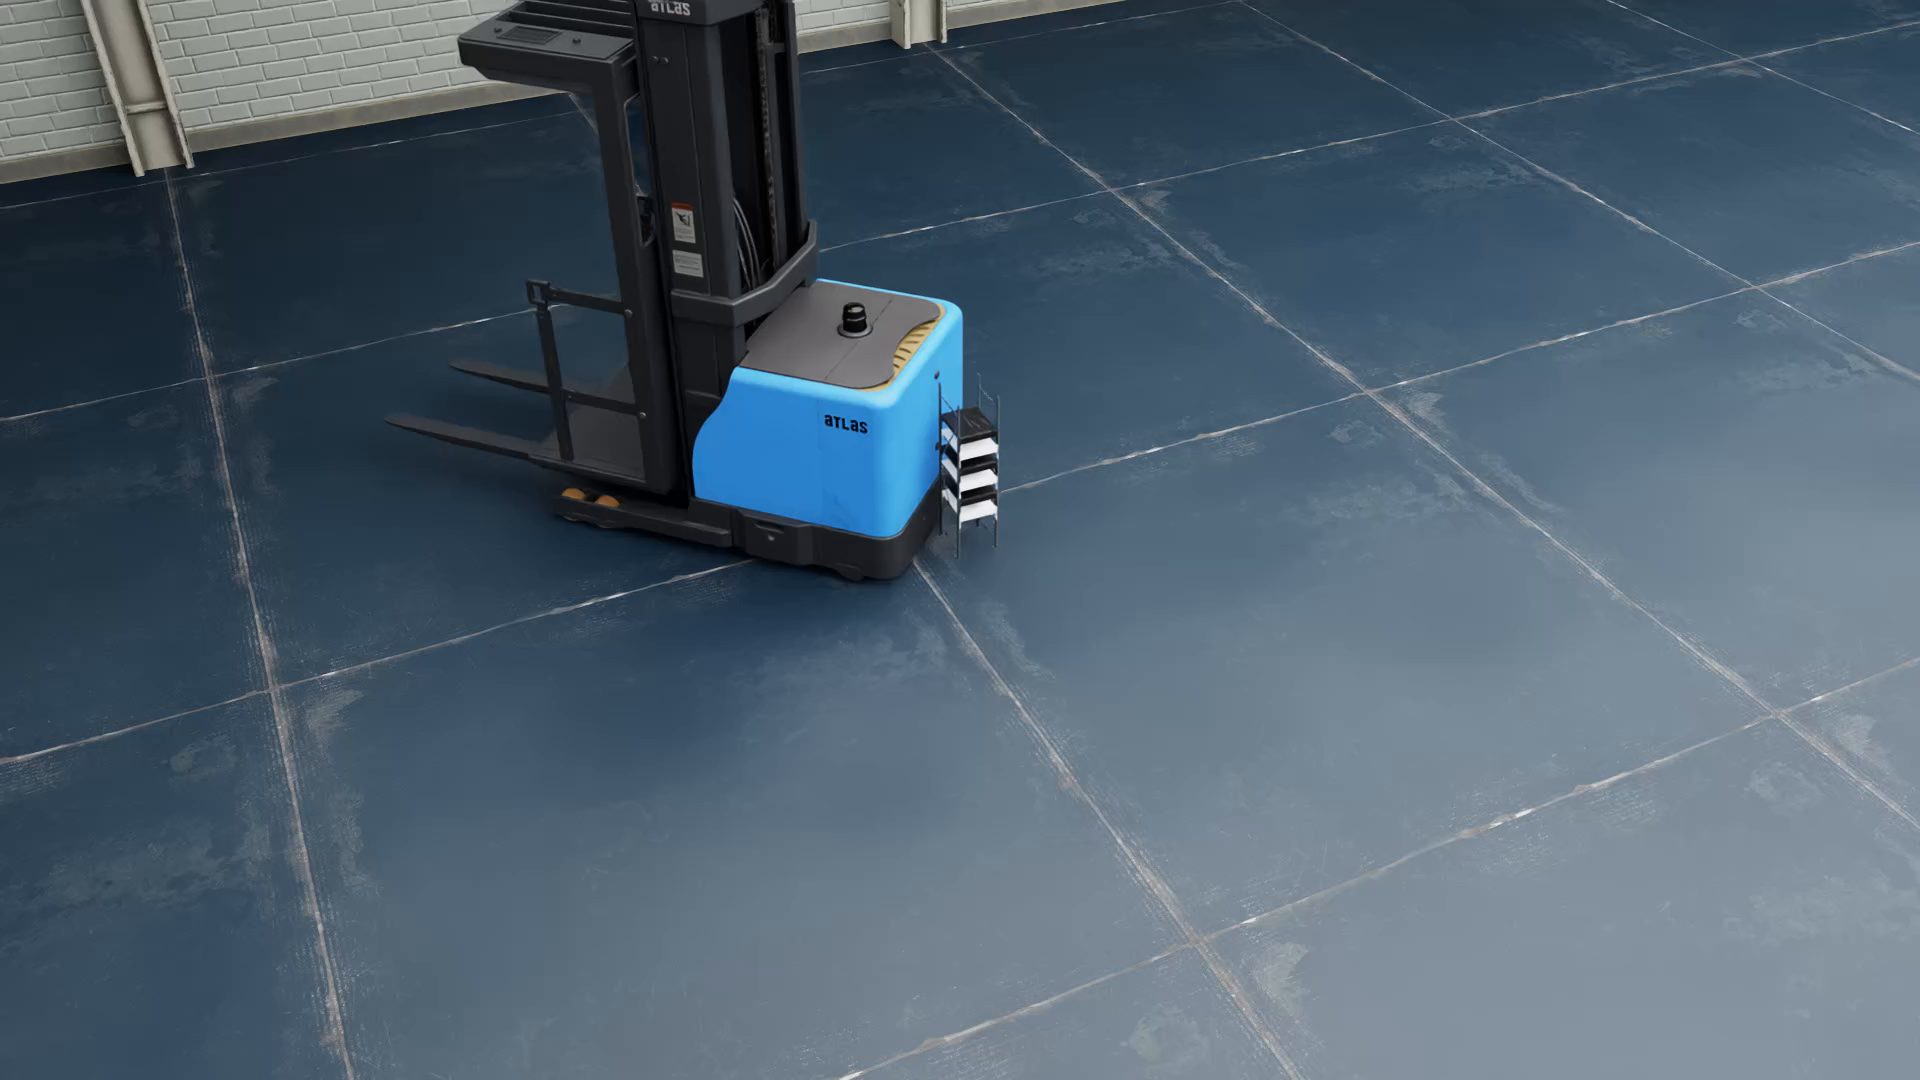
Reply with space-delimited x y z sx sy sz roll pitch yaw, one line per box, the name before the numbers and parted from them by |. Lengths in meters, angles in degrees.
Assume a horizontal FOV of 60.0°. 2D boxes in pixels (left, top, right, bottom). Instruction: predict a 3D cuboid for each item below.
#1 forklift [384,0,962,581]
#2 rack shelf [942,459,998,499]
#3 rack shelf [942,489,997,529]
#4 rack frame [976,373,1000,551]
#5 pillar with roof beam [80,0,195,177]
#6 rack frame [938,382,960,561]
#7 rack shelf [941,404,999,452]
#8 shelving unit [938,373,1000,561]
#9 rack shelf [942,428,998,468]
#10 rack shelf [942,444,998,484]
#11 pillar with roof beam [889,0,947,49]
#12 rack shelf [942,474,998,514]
forklift | -1.546 -1.516 7.977 3.031 2.935 1.130 12 38 16
rack shelf | 0.041 -0.320 8.125 0.200 0.077 0.258 -15 39 -19
rack shelf | 0.041 -0.175 8.232 0.200 0.077 0.258 -15 39 -19
rack frame | 0.134 -0.371 8.138 0.006 0.900 0.240 -15 39 -19
pillar with roof beam | -3.953 -4.024 6.265 0.400 9.000 9.100 -16 39 -20
rack frame | -0.052 -0.322 8.072 0.006 0.900 0.240 -15 39 -19
rack shelf | 0.041 -0.537 7.964 0.200 0.077 0.258 -15 39 -19
shelving unit | 0.041 -0.347 8.105 0.210 0.900 0.258 -15 39 -19
rack shelf | 0.041 -0.464 8.017 0.200 0.077 0.258 -15 39 -19
rack shelf | 0.041 -0.392 8.071 0.200 0.077 0.258 -15 39 -19
pillar with roof beam | 1.478 -5.543 8.313 0.400 9.000 9.100 -16 39 -20
rack shelf | 0.041 -0.247 8.178 0.200 0.077 0.258 -15 39 -19
